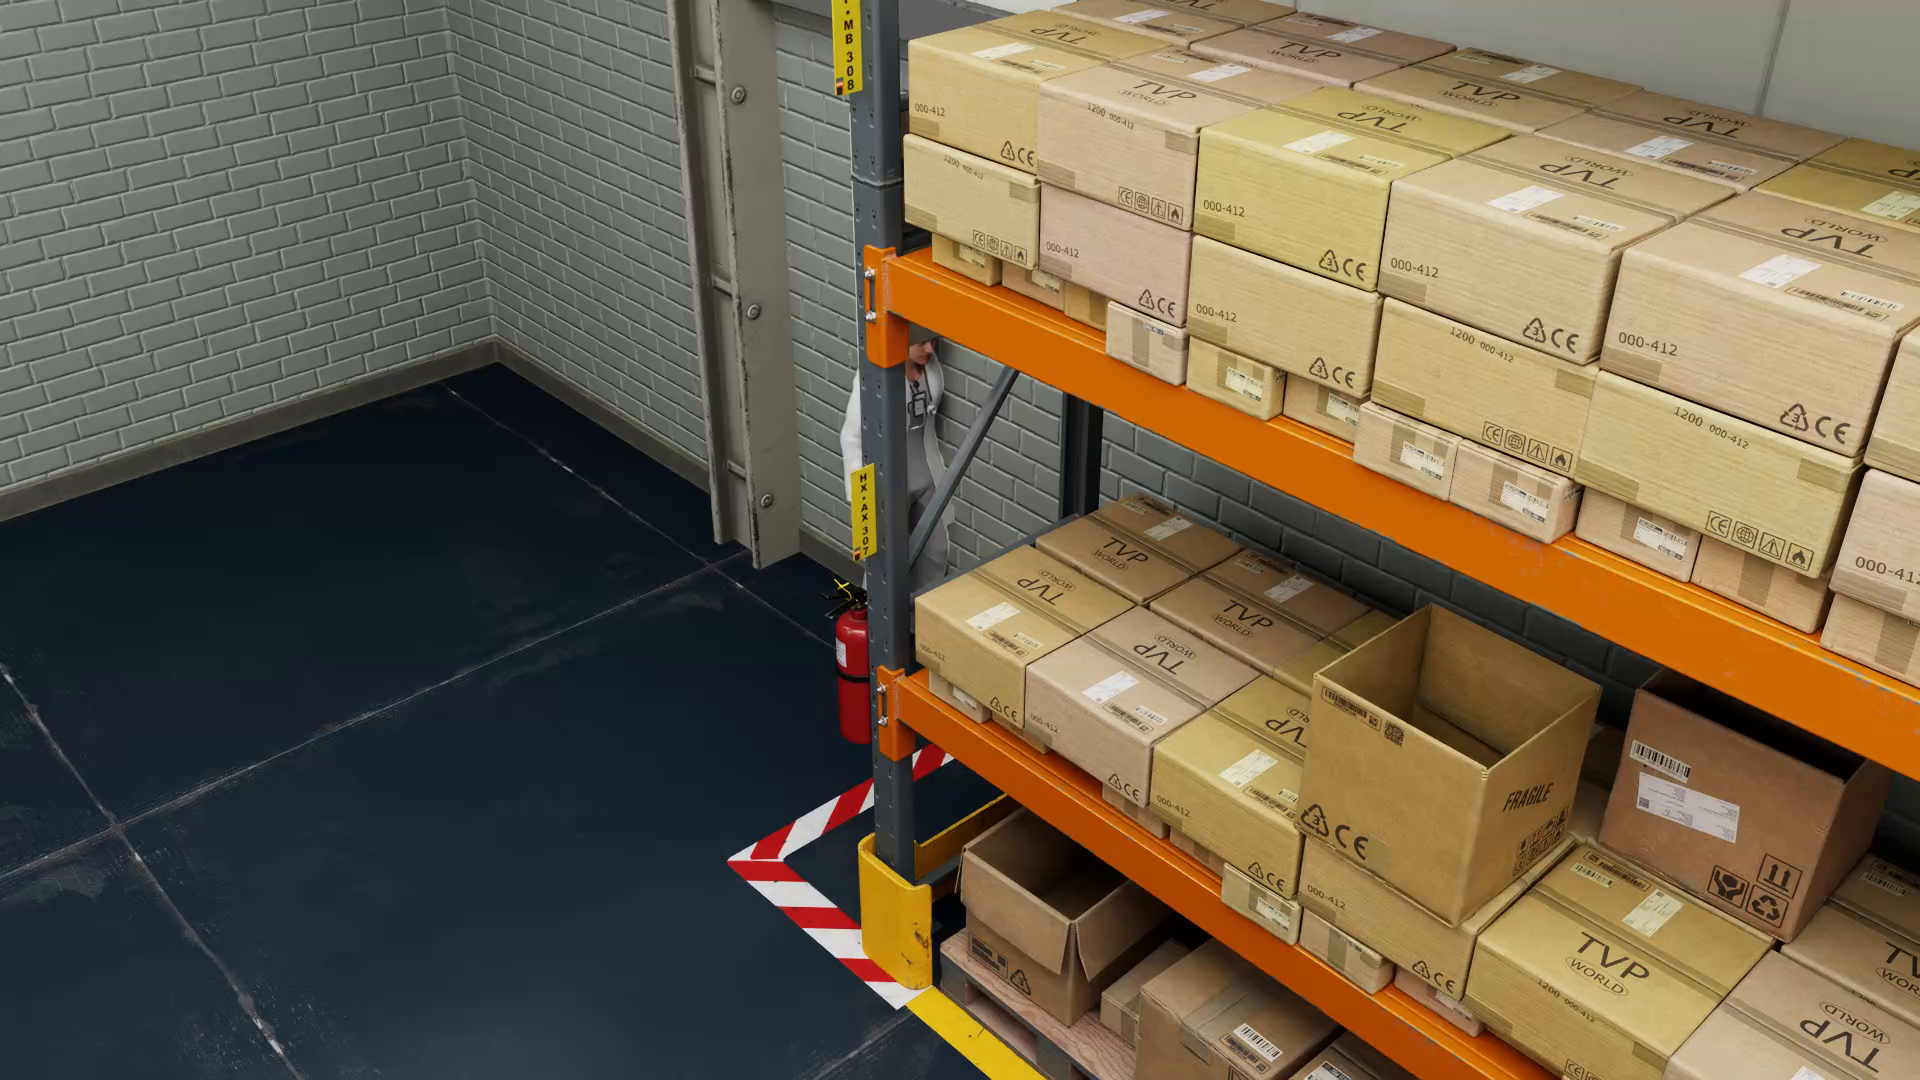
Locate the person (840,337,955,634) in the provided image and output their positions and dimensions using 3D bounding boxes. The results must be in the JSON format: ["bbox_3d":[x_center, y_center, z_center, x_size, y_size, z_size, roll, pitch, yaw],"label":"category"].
[{"bbox_3d":[-0.242,-0.257,7.573,0.644,1.772,0.428,-23,38,-33],"label":"person"}]
